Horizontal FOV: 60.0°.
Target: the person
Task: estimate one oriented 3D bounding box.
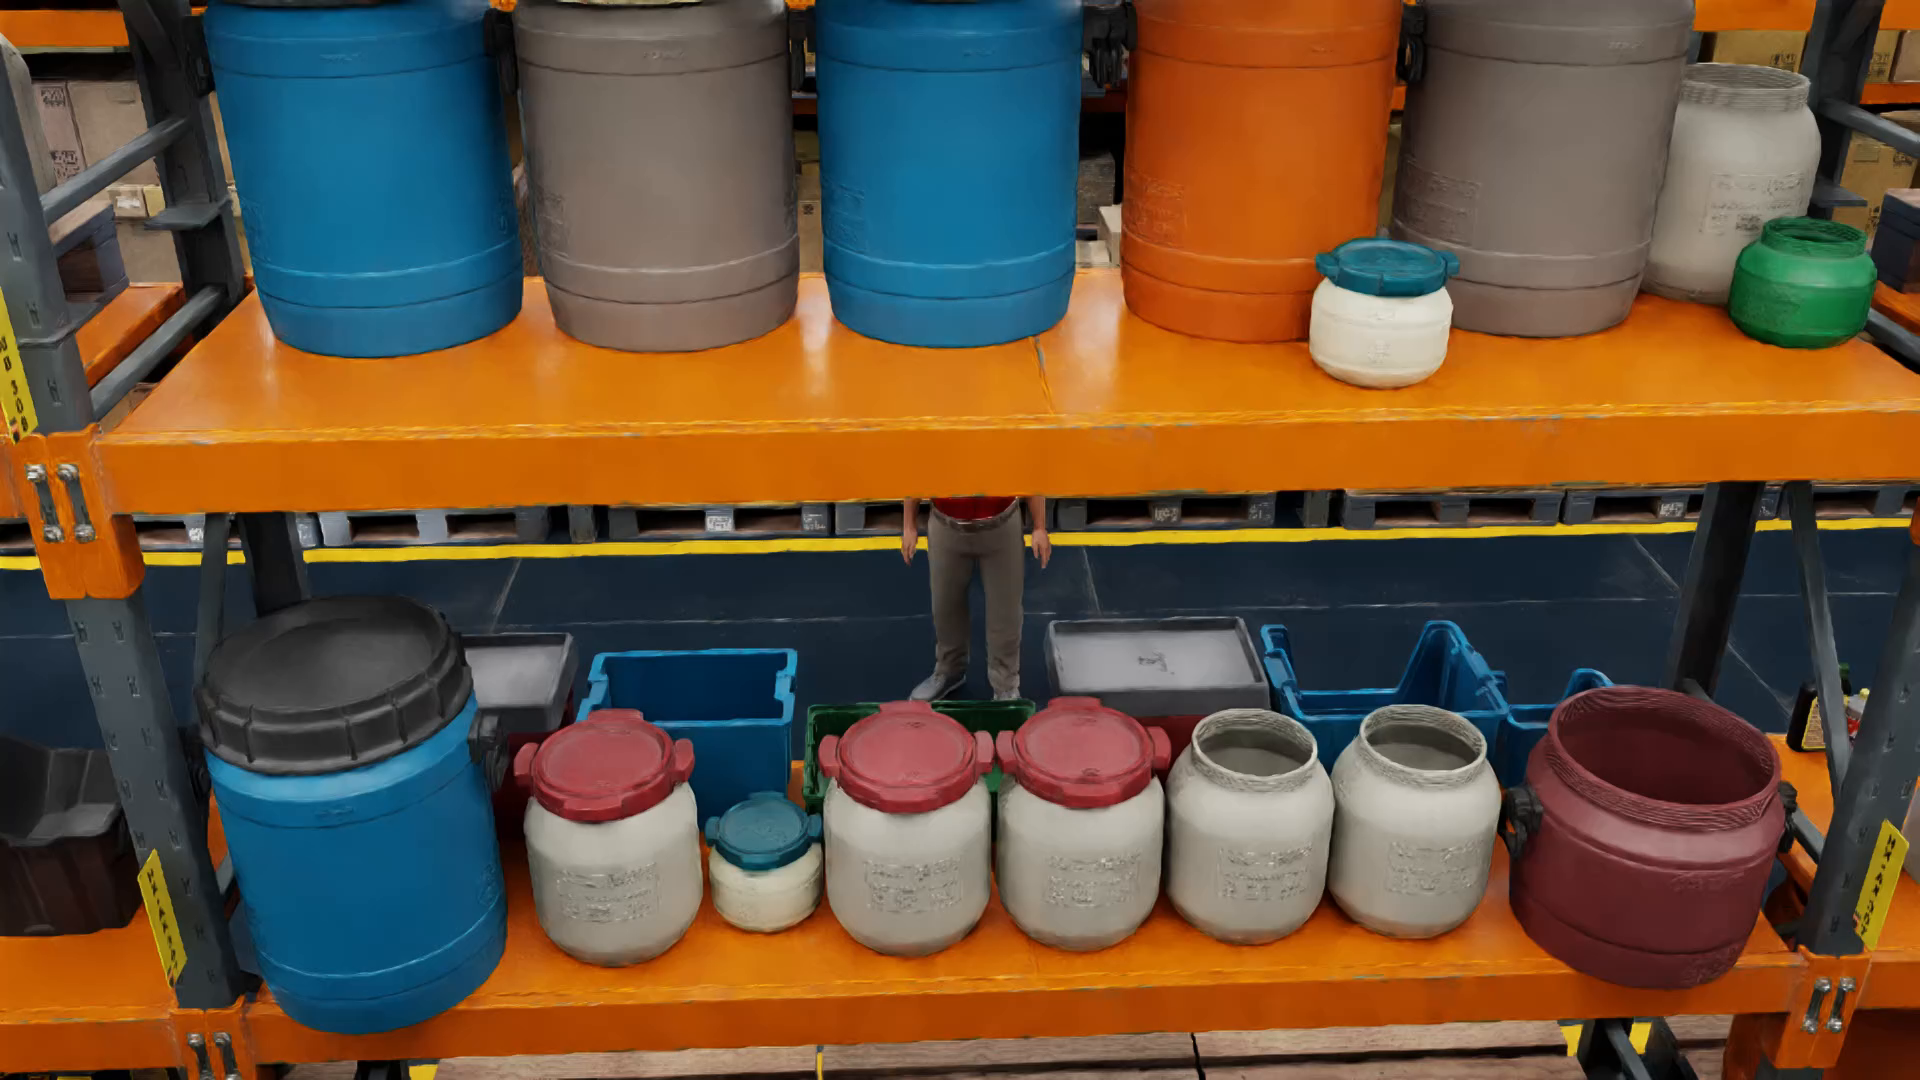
[{"bbox_3d":[0.065,-0.021,7.132,0.651,1.733,0.439,4,28,7],"label":"person"}]
